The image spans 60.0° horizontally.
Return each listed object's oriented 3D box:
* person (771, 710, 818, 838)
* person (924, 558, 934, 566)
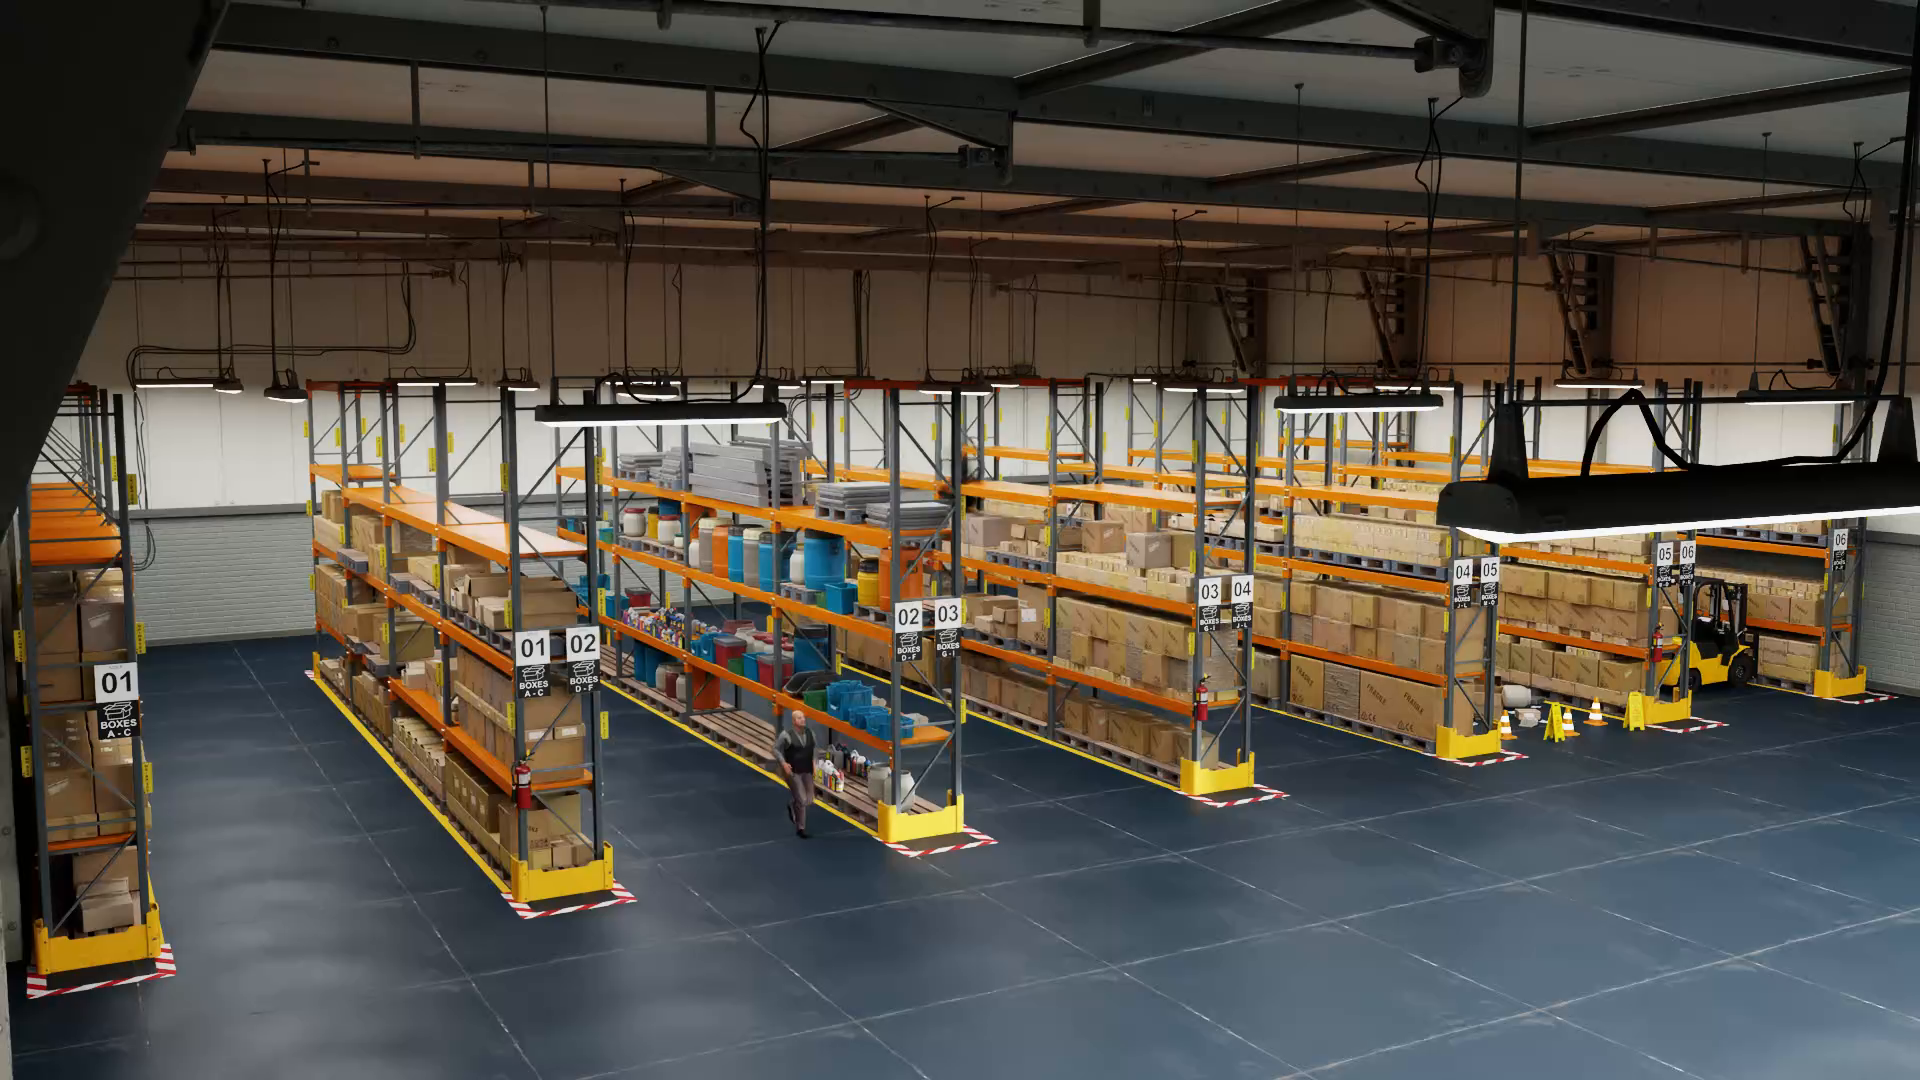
[{"bbox_3d":[-2.210,3.113,22.361,0.680,1.695,0.692,-4,8,-36],"label":"person"},{"bbox_3d":[-0.897,1.123,41.479,0.630,1.648,0.758,-4,7,-31],"label":"person"}]
